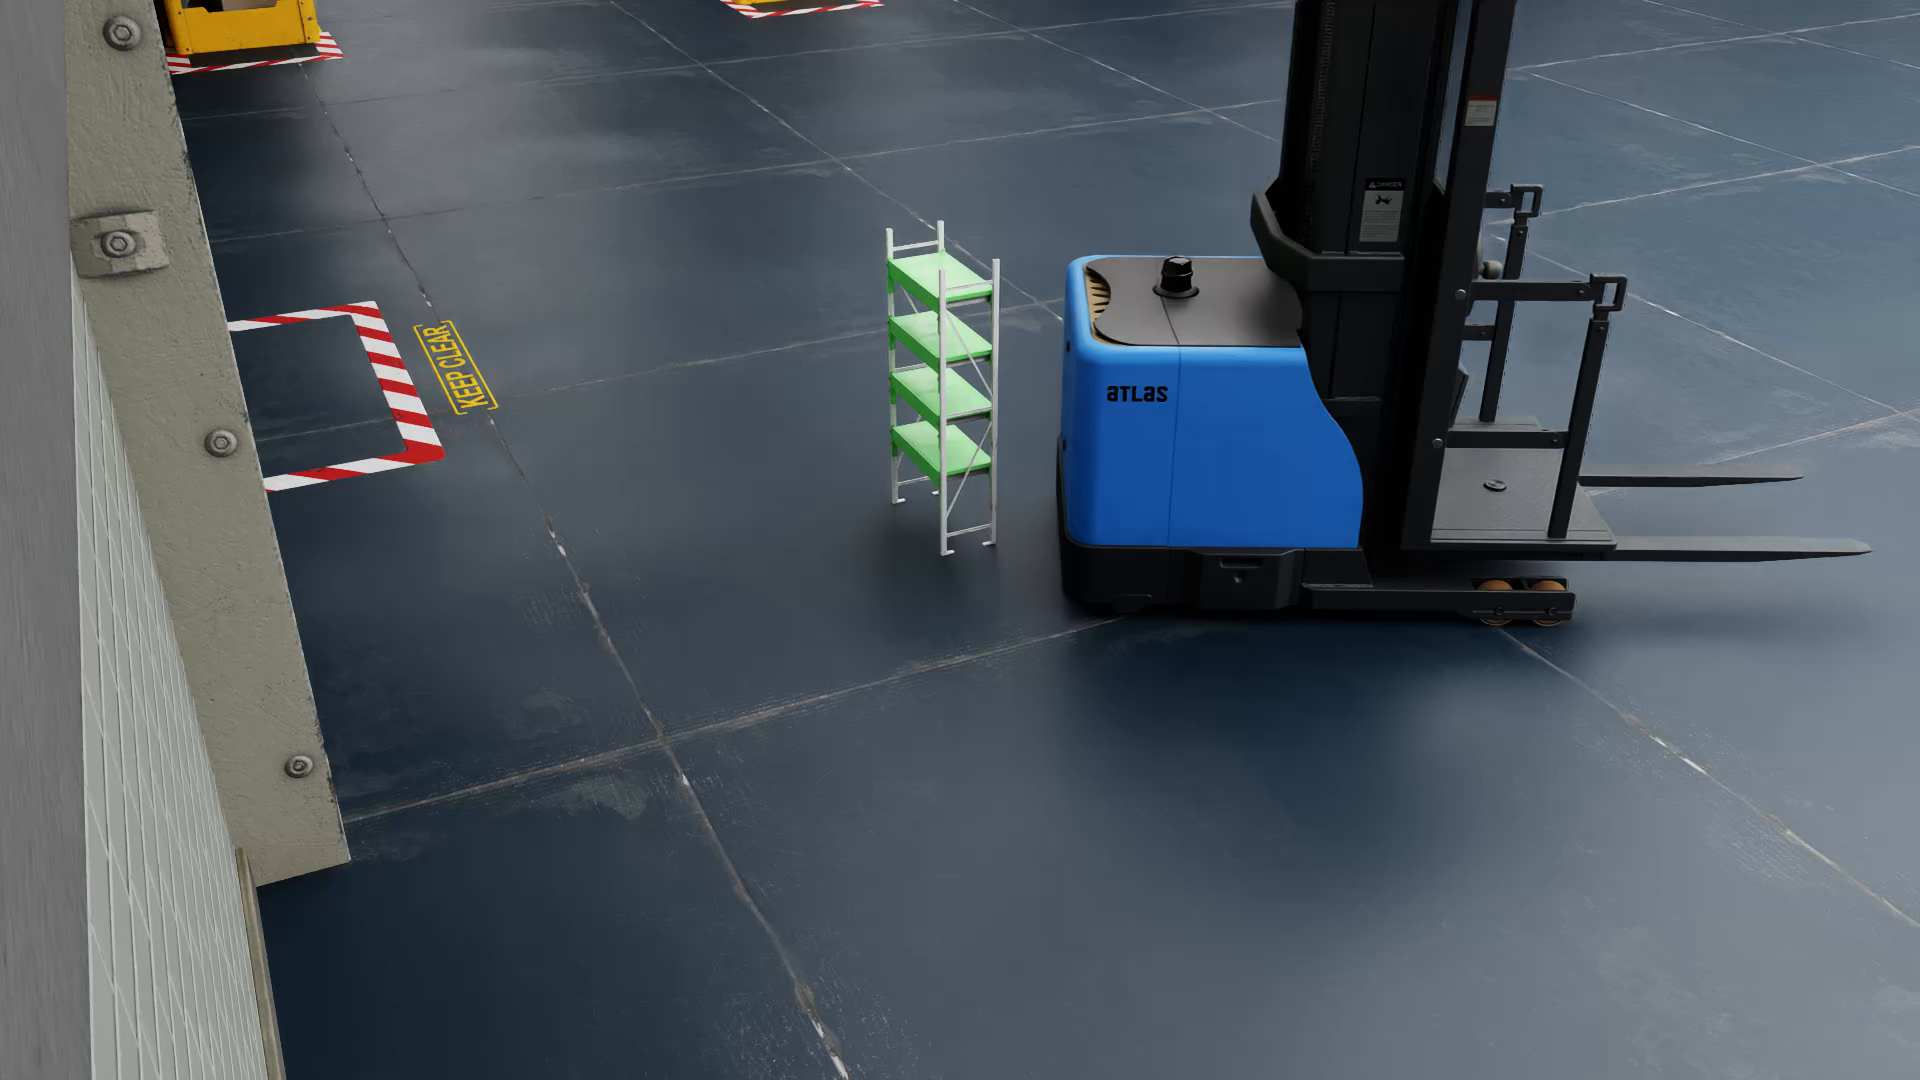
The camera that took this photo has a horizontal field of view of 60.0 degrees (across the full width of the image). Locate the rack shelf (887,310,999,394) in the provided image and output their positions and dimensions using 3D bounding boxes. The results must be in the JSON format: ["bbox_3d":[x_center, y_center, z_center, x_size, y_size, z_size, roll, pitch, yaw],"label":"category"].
[{"bbox_3d":[-0.071,-0.750,6.501,0.258,0.148,0.480,-13,32,-22],"label":"rack shelf"}]

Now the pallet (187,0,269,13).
[{"bbox_3d":[-6.483,-4.751,15.007,1.003,0.211,1.213,-13,32,-22],"label":"pallet"}]

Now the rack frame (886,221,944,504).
[{"bbox_3d":[-0.176,-0.704,6.779,0.240,1.200,0.015,-13,32,-22],"label":"rack frame"}]

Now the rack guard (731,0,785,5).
[{"bbox_3d":[-1.651,-5.509,16.062,1.175,0.500,0.348,-13,32,-22],"label":"rack guard"}]

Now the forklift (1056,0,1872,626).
[{"bbox_3d":[1.911,-1.222,5.932,3.031,2.935,1.130,1,29,1],"label":"forklift"}]

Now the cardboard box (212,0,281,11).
[{"bbox_3d":[-6.350,-4.911,14.741,0.500,0.311,0.500,-17,33,-28],"label":"cardboard box"}]

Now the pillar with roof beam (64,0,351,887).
[{"bbox_3d":[1.824,-3.915,4.531,9.100,9.000,0.400,-13,32,-22],"label":"pillar with roof beam"}]

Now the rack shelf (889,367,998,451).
[{"bbox_3d":[-0.071,-0.541,6.618,0.258,0.148,0.480,-13,32,-22],"label":"rack shelf"}]

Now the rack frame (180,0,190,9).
[{"bbox_3d":[-6.134,-5.568,13.612,1.000,3.000,0.127,-13,32,-22],"label":"rack frame"}]

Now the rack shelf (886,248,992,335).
[{"bbox_3d":[-0.071,-0.959,6.383,0.258,0.148,0.480,-13,32,-22],"label":"rack shelf"}]

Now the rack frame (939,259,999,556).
[{"bbox_3d":[0.034,-0.489,6.395,0.240,1.200,0.015,-13,32,-22],"label":"rack frame"}]

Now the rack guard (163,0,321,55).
[{"bbox_3d":[-6.167,-4.511,14.283,1.175,0.500,0.348,-13,32,-22],"label":"rack guard"}]

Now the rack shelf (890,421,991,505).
[{"bbox_3d":[-0.071,-0.331,6.736,0.258,0.148,0.480,-13,32,-22],"label":"rack shelf"}]

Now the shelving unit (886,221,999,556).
[{"bbox_3d":[-0.071,-0.596,6.587,0.258,1.200,0.503,-13,32,-22],"label":"shelving unit"}]
